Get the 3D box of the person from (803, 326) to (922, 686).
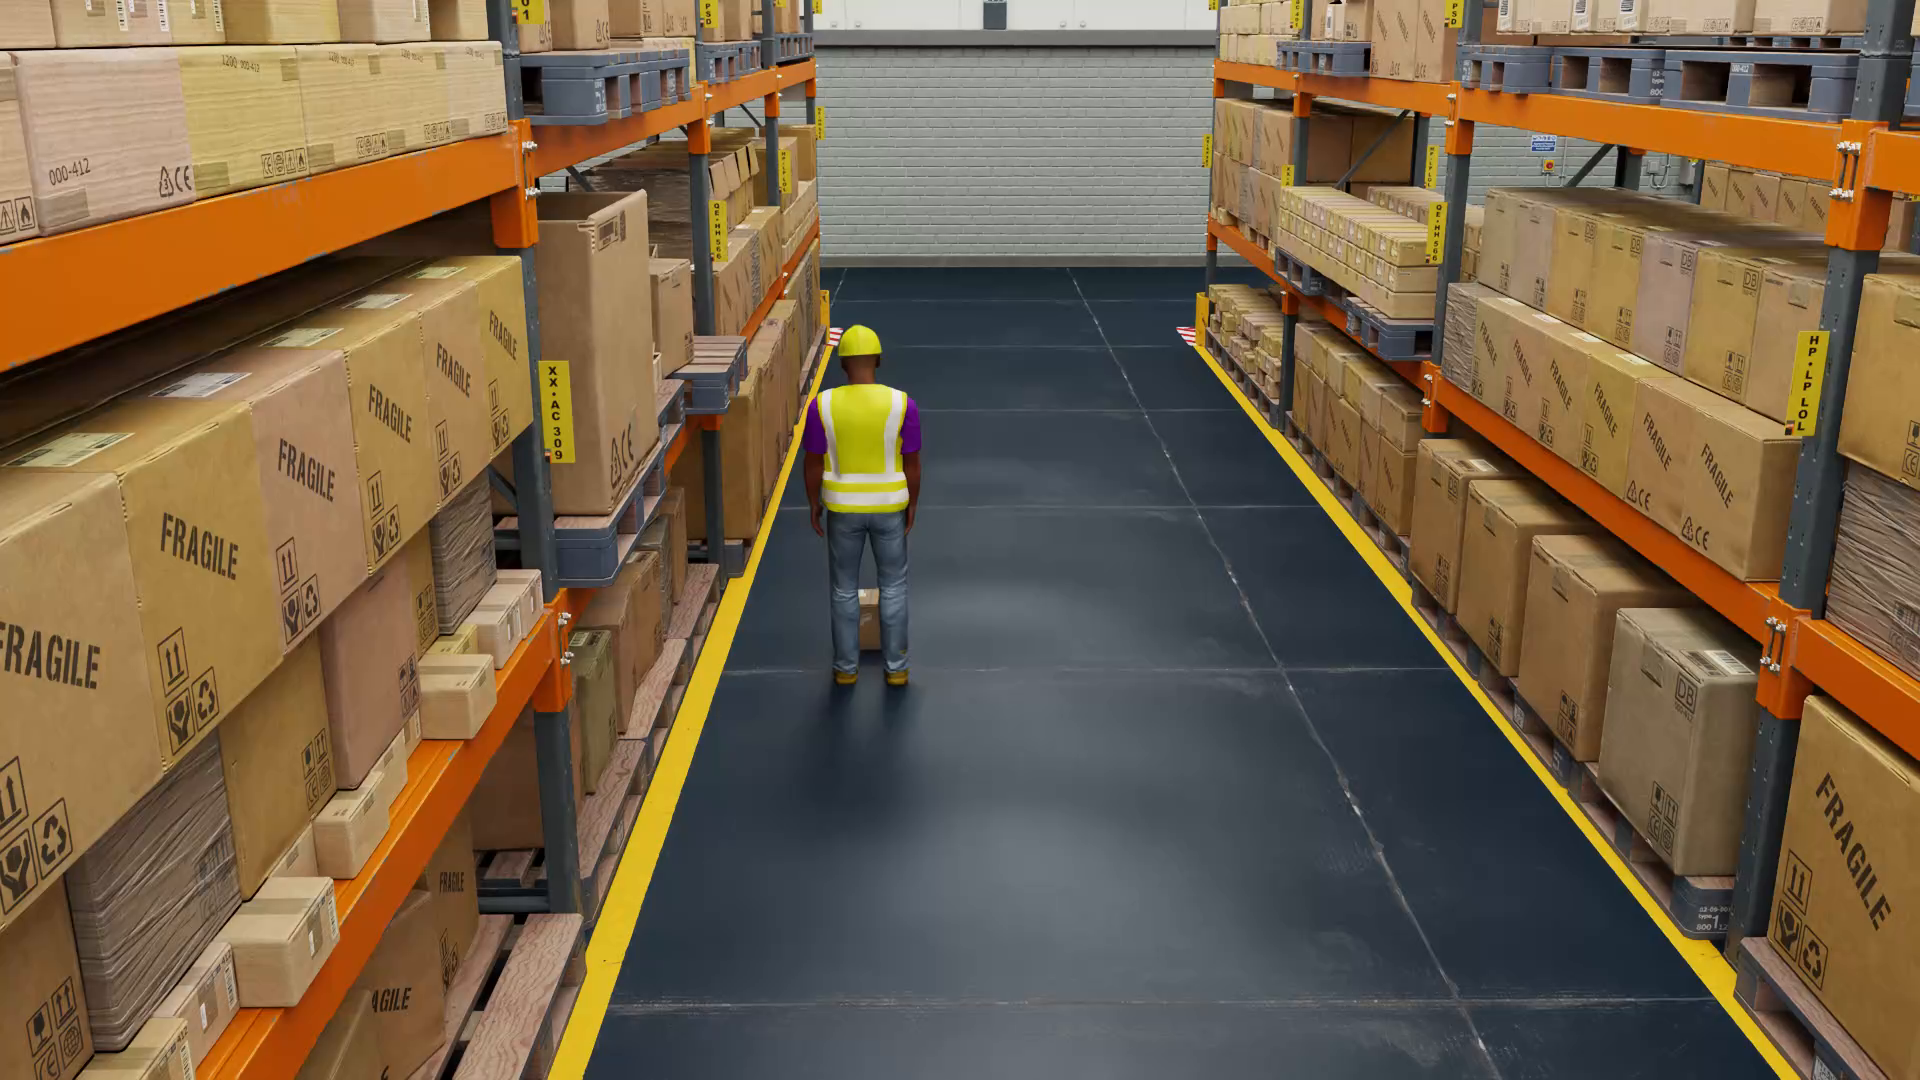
[{"bbox_3d":[-0.467,-0.160,8.040,0.565,1.764,0.361,-1,17,-2],"label":"person"}]
